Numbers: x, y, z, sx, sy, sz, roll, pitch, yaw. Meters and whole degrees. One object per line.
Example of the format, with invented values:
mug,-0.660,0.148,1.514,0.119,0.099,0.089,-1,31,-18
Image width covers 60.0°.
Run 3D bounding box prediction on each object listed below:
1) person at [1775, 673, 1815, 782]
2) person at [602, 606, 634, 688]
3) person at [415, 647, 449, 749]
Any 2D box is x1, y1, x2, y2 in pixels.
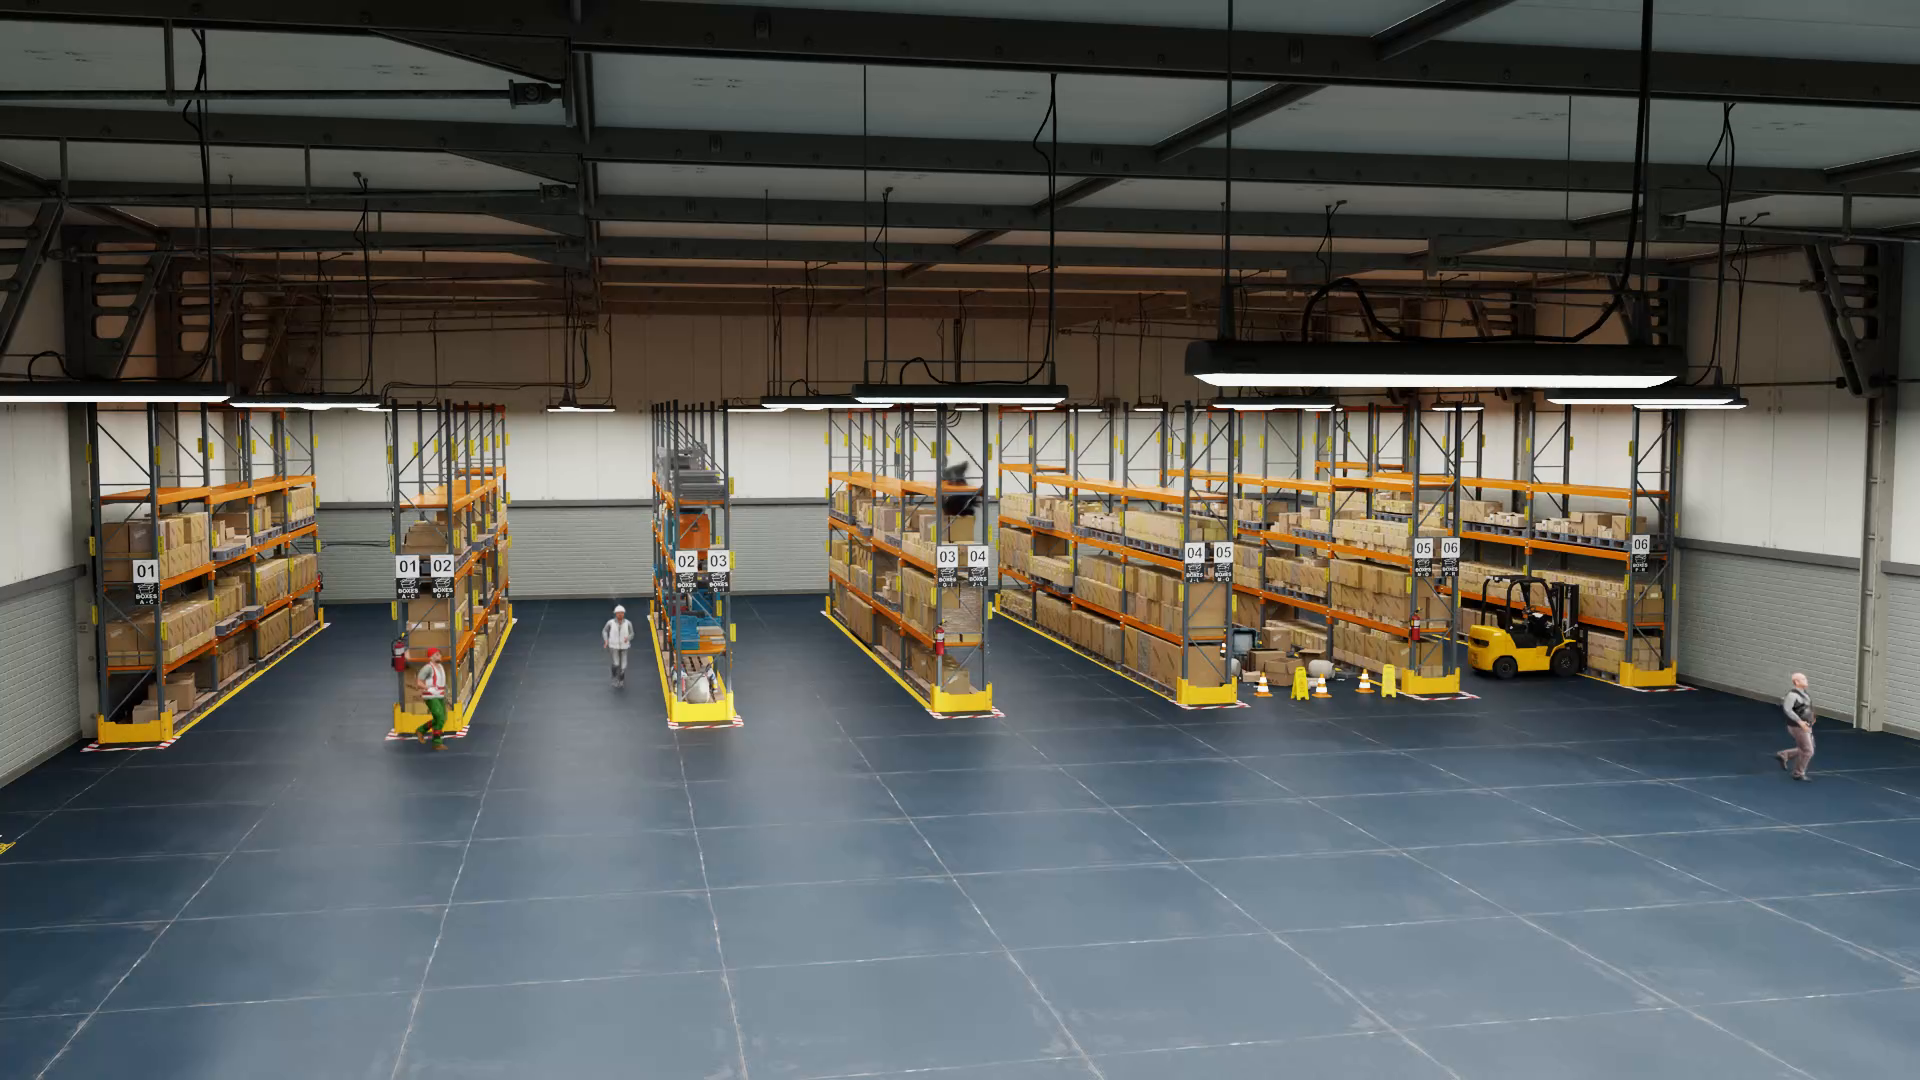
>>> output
person,13.106,2.924,26.089,0.578,1.694,0.660,4,6,41
person,-7.096,2.231,34.631,0.630,1.728,0.733,-1,5,-19
person,-9.083,2.719,28.621,0.678,1.755,0.674,1,4,15
